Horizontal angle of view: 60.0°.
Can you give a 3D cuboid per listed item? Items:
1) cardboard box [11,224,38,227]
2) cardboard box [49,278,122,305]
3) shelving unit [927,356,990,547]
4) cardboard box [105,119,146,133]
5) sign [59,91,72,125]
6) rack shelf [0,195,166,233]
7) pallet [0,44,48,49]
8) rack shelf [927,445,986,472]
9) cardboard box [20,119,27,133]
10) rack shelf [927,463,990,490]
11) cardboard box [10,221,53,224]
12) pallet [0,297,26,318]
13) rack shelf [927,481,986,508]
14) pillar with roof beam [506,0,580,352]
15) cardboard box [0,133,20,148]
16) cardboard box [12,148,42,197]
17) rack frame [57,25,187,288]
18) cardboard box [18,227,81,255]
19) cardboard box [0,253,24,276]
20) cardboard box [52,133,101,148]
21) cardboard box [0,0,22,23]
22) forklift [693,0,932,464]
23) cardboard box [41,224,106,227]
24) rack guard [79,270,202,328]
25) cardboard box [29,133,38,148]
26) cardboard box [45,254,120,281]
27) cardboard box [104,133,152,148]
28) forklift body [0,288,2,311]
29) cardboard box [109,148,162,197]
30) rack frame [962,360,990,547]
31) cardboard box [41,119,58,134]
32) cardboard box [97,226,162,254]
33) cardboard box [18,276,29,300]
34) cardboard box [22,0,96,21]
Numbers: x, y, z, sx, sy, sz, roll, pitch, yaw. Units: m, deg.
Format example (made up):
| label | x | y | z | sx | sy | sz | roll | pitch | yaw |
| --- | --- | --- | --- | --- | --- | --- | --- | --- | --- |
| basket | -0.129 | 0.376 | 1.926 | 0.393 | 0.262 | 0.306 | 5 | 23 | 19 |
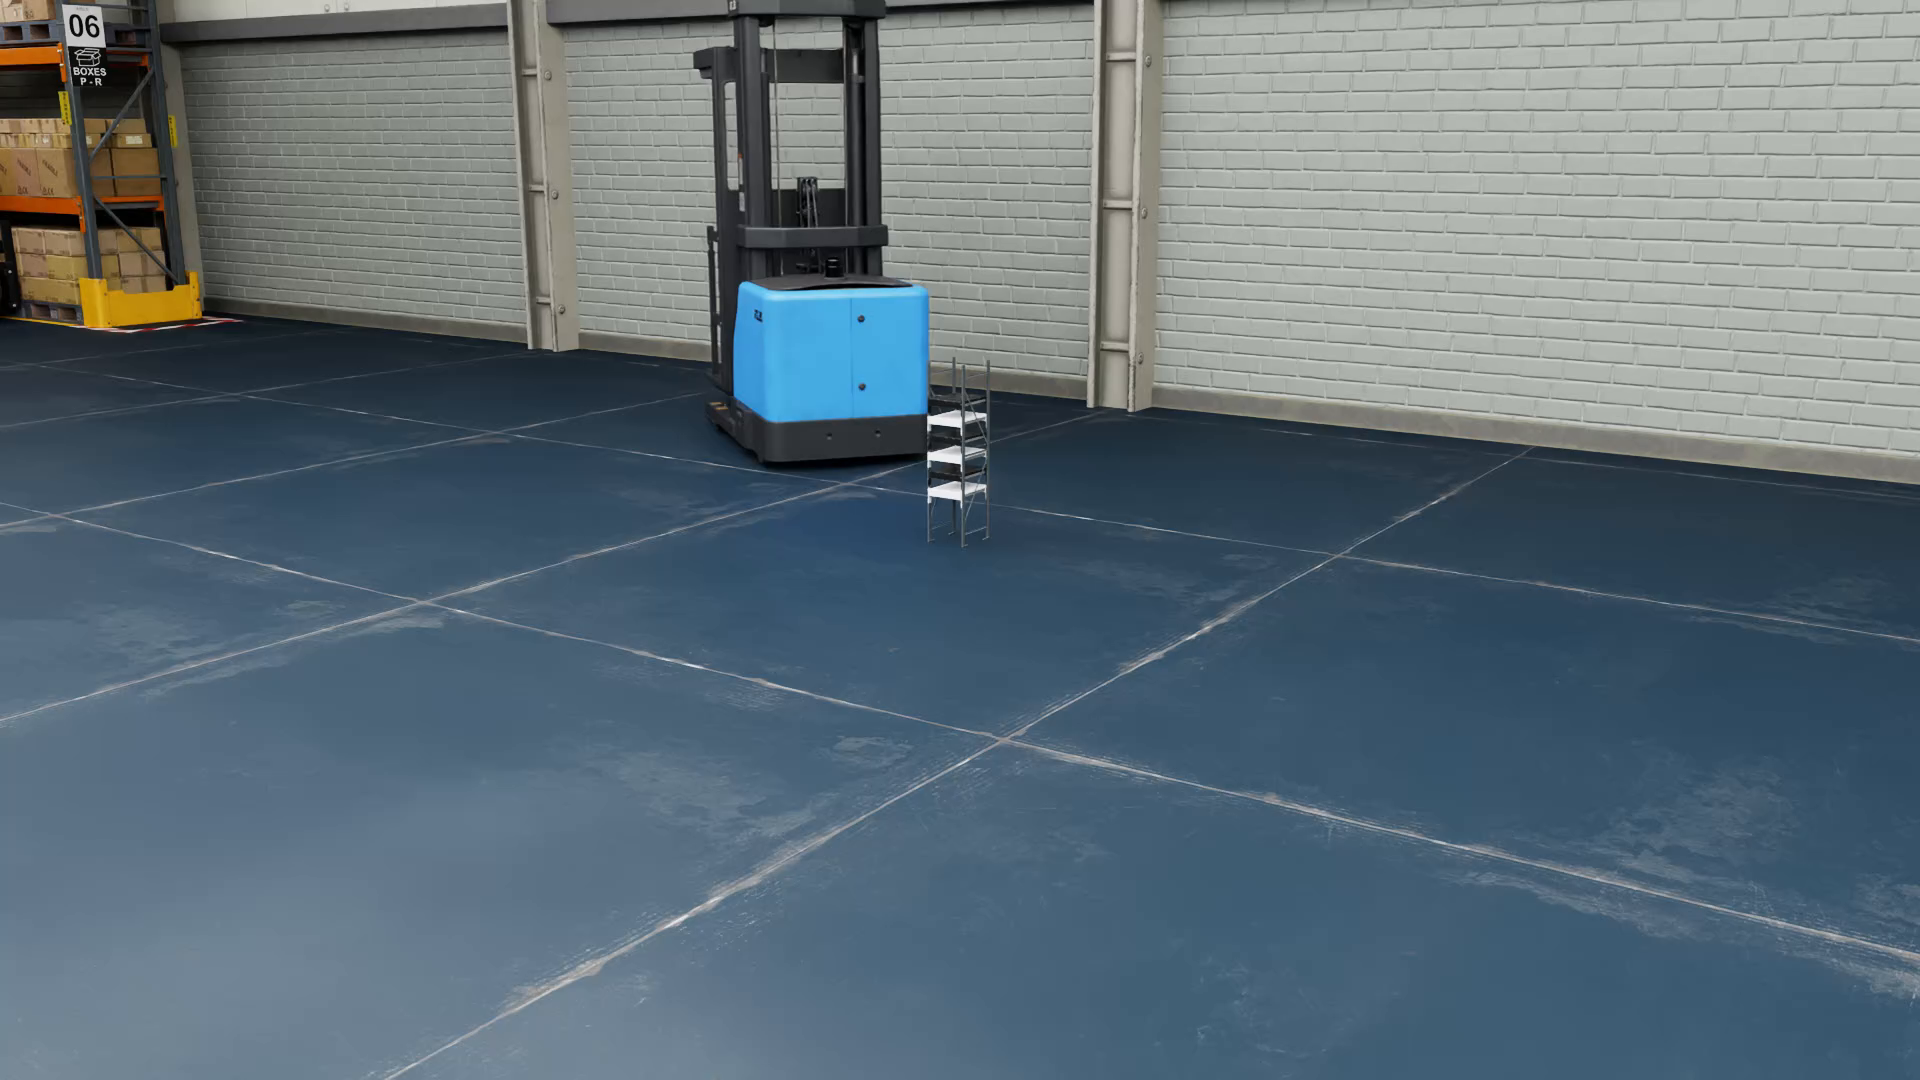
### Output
| label | x | y | z | sx | sy | sz | roll | pitch | yaw |
| --- | --- | --- | --- | --- | --- | --- | --- | --- | --- |
| cardboard box | -10.522 | -3.337 | 18.330 | 0.500 | 0.250 | 0.500 | 9 | 16 | 32 |
| cardboard box | -9.265 | -2.650 | 17.635 | 0.500 | 0.250 | 0.500 | 9 | 17 | 33 |
| shelving unit | -0.007 | -0.438 | 8.219 | 0.210 | 0.900 | 0.258 | 9 | 17 | 33 |
| cardboard box | -8.858 | -4.376 | 17.583 | 0.250 | 0.149 | 0.380 | 9 | 16 | 32 |
| sign | -9.013 | -4.352 | 16.757 | 0.005 | 0.325 | 0.100 | 9 | 17 | 33 |
| rack shelf | -10.358 | -3.700 | 18.525 | 4.000 | 0.370 | 1.077 | 9 | 17 | 33 |
| pallet | -10.287 | -5.458 | 18.069 | 1.213 | 0.211 | 1.003 | 9 | 17 | 33 |
| rack shelf | -0.007 | -0.406 | 8.227 | 0.200 | 0.077 | 0.258 | 9 | 17 | 33 |
| cardboard box | -9.732 | -4.400 | 17.676 | 0.250 | 0.149 | 0.380 | 9 | 17 | 33 |
| rack shelf | -0.007 | -0.318 | 8.249 | 0.200 | 0.077 | 0.258 | 9 | 17 | 33 |
| cardboard box | -10.660 | -3.509 | 19.023 | 0.500 | 0.250 | 0.500 | 9 | 17 | 33 |
| pallet | -10.364 | -2.685 | 18.732 | 1.213 | 0.211 | 1.003 | 9 | 17 | 33 |
| rack shelf | -0.007 | -0.231 | 8.271 | 0.200 | 0.077 | 0.258 | 9 | 17 | 33 |
| pillar with roof beam | -6.197 | -5.303 | 11.019 | 0.400 | 9.000 | 9.100 | 9 | 17 | 33 |
| cardboard box | -9.999 | -4.272 | 17.781 | 0.250 | 0.149 | 0.380 | 9 | 16 | 31 |
| cardboard box | -9.679 | -3.915 | 17.686 | 0.500 | 0.500 | 0.500 | 10 | 17 | 35 |
| rack frame | -8.698 | -3.781 | 17.355 | 0.127 | 3.000 | 1.000 | 9 | 17 | 33 |
| cardboard box | -9.681 | -3.202 | 17.785 | 0.500 | 0.250 | 0.500 | 10 | 17 | 34 |
| cardboard box | -10.127 | -3.030 | 18.129 | 0.500 | 0.250 | 0.500 | 9 | 16 | 32 |
| cardboard box | -9.142 | -4.135 | 17.227 | 0.250 | 0.149 | 0.380 | 9 | 17 | 34 |
| cardboard box | -9.766 | -5.509 | 17.290 | 0.258 | 0.266 | 0.396 | 9 | 17 | 33 |
| forklift | -1.127 | -2.195 | 11.090 | 1.130 | 2.935 | 3.031 | -5 | 15 | -18 |
| cardboard box | -9.817 | -3.373 | 18.475 | 0.500 | 0.250 | 0.500 | 9 | 17 | 32 |
| rack guard | -8.678 | -2.564 | 17.642 | 0.348 | 0.500 | 1.175 | 9 | 17 | 33 |
| cardboard box | -9.552 | -4.210 | 17.531 | 0.250 | 0.149 | 0.380 | 10 | 17 | 34 |
| cardboard box | -9.277 | -2.896 | 17.586 | 0.500 | 0.250 | 0.500 | 9 | 16 | 32 |
| cardboard box | -8.835 | -4.242 | 17.657 | 0.250 | 0.149 | 0.380 | 9 | 16 | 31 |
| forklift body | -11.290 | -3.260 | 17.014 | 1.214 | 2.155 | 2.313 | 9 | 17 | 33 |
| cardboard box | -8.954 | -3.951 | 17.835 | 0.500 | 0.500 | 0.500 | 10 | 17 | 35 |
| rack frame | 0.078 | -0.424 | 8.164 | 0.006 | 0.900 | 0.240 | 9 | 17 | 33 |
| cardboard box | -9.335 | -4.322 | 17.362 | 0.250 | 0.149 | 0.380 | 9 | 17 | 33 |
| cardboard box | -8.991 | -3.238 | 17.927 | 0.500 | 0.250 | 0.500 | 9 | 16 | 32 |
| cardboard box | -10.082 | -2.788 | 18.190 | 0.500 | 0.250 | 0.500 | 9 | 17 | 33 |
| cardboard box | -9.202 | -5.549 | 16.963 | 0.500 | 0.500 | 0.500 | 10 | 17 | 35 |
